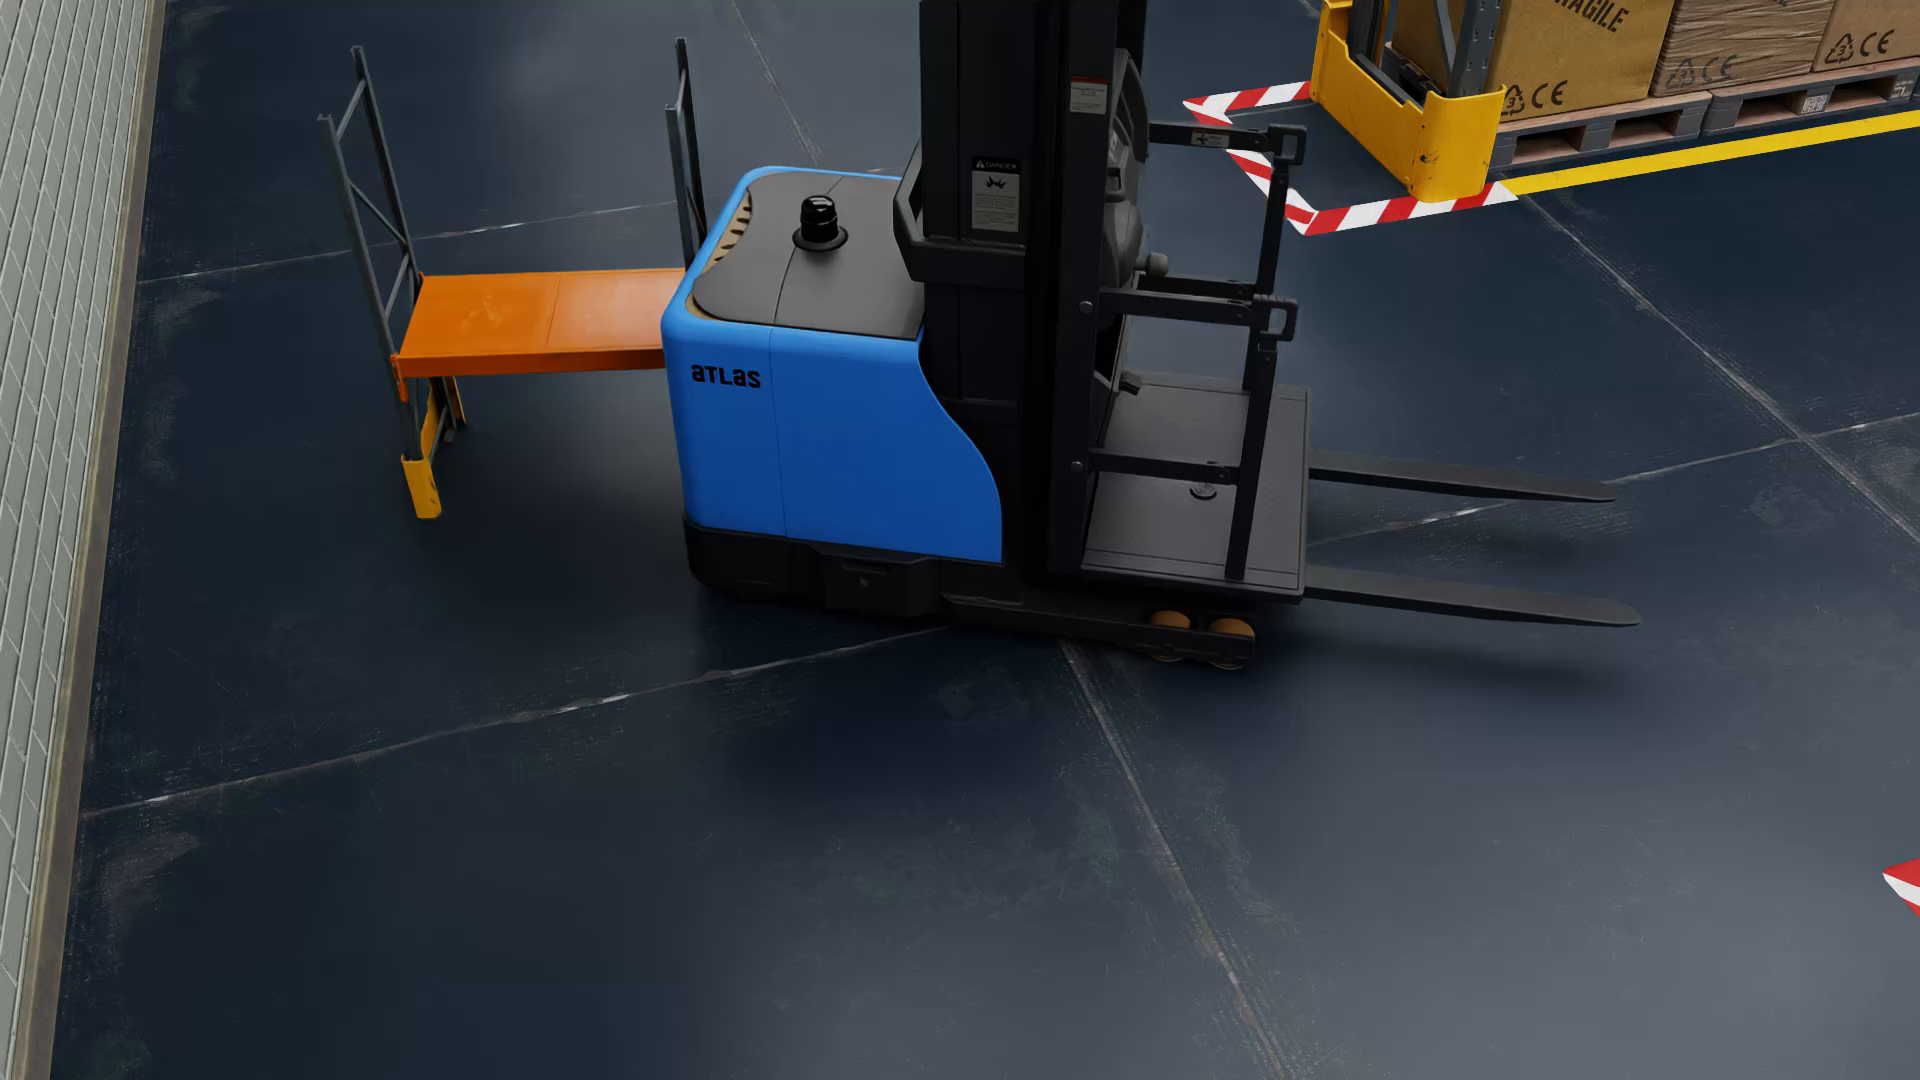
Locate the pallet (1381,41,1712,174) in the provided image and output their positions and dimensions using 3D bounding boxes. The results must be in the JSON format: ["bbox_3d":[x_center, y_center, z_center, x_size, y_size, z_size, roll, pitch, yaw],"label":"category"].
[{"bbox_3d":[2.823,-2.198,8.105,1.213,0.211,1.003,-12,42,-13],"label":"pallet"}]

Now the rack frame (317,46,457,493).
[{"bbox_3d":[-1.889,-0.833,5.564,0.032,1.500,0.500,-2,41,-3],"label":"rack frame"}]

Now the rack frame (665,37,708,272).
[{"bbox_3d":[-0.874,-0.875,5.612,0.032,1.500,0.500,-2,41,-3],"label":"rack frame"}]

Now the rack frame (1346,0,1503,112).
[{"bbox_3d":[2.084,-3.041,6.951,0.127,3.000,1.000,-12,42,-13],"label":"rack frame"}]

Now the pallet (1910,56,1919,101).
[{"bbox_3d":[5.150,-2.680,8.657,1.213,0.211,1.003,-12,42,-13],"label":"pallet"}]

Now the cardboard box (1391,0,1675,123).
[{"bbox_3d":[2.670,-2.576,7.714,0.875,0.875,0.875,-12,42,-13],"label":"cardboard box"}]

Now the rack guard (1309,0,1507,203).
[{"bbox_3d":[2.061,-2.095,7.768,0.348,0.500,1.175,-12,42,-13],"label":"rack guard"}]

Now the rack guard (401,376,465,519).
[{"bbox_3d":[-1.888,-0.363,5.975,0.087,0.250,0.587,-2,41,-3],"label":"rack guard"}]

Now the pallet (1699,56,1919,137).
[{"bbox_3d":[3.985,-2.437,8.378,1.213,0.211,1.003,-12,42,-13],"label":"pallet"}]

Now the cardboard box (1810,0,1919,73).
[{"bbox_3d":[4.387,-2.931,8.121,0.875,0.875,0.875,-12,42,-13],"label":"cardboard box"}]

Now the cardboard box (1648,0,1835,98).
[{"bbox_3d":[3.538,-2.755,7.920,0.875,0.875,0.875,-12,42,-13],"label":"cardboard box"}]

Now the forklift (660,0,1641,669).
[{"bbox_3d":[0.666,-1.074,4.751,3.031,2.935,1.130,7,42,8],"label":"forklift"}]

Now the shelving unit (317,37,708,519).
[{"bbox_3d":[-1.391,-0.854,5.588,1.083,1.500,0.587,-2,41,-3],"label":"shelving unit"}]

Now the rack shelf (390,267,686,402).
[{"bbox_3d":[-1.382,-0.719,5.706,1.000,0.185,0.538,-2,41,-3],"label":"rack shelf"}]
